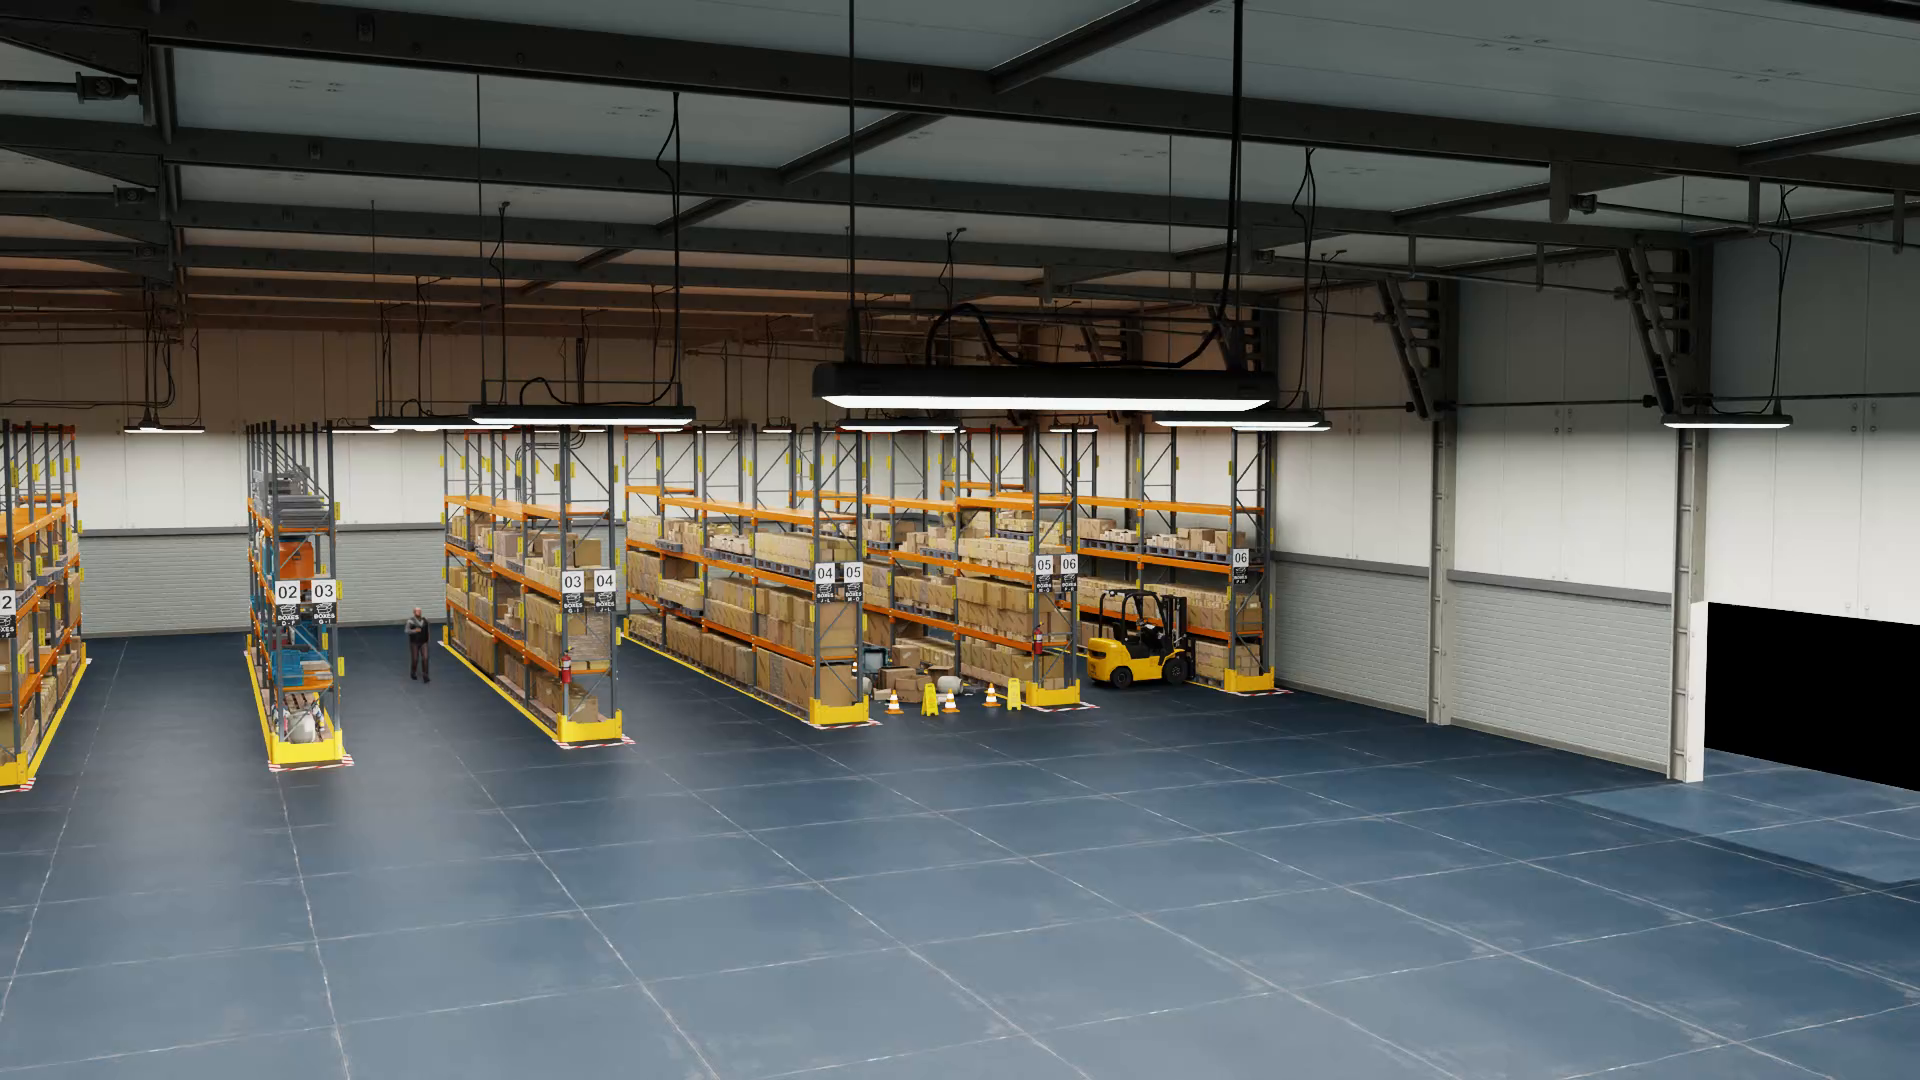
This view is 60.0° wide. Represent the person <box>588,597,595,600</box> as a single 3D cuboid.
[{"bbox_3d":[-10.130,2.013,45.762,0.719,1.721,0.601,-1,4,-19],"label":"person"}]

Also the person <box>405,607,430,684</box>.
[{"bbox_3d":[-12.579,2.432,38.639,0.647,1.761,0.837,-2,4,-34],"label":"person"}]
